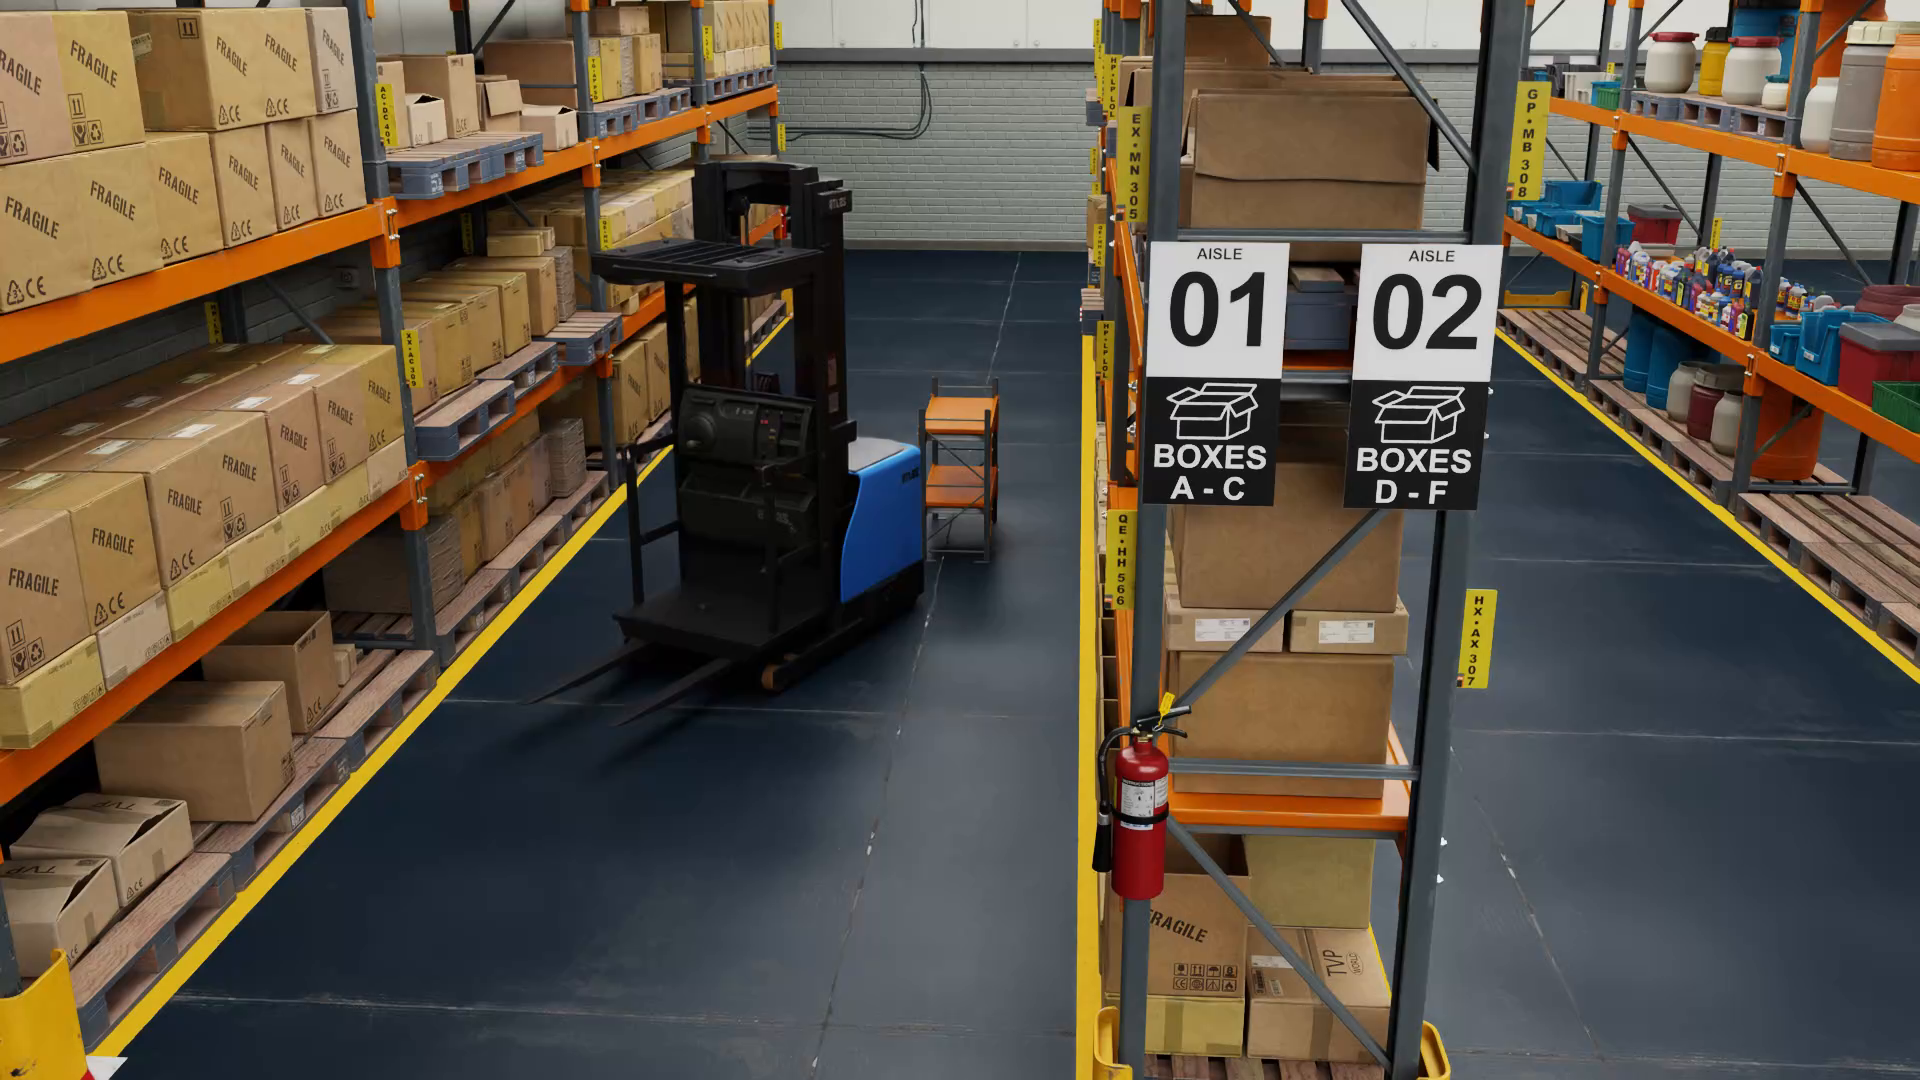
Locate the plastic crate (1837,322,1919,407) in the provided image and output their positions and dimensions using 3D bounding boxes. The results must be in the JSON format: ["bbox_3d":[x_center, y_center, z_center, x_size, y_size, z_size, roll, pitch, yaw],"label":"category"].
[{"bbox_3d":[6.137,-1.166,11.062,0.402,0.464,0.583,1,18,4],"label":"plastic crate"}]

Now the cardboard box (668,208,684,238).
[{"bbox_3d":[-2.890,-2.829,15.570,0.500,0.500,0.500,1,18,4],"label":"cardboard box"}]

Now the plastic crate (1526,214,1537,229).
[{"bbox_3d":[6.631,-3.641,19.044,0.250,0.136,0.298,1,18,4],"label":"plastic crate"}]

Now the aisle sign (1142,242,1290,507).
[{"bbox_3d":[0.746,-0.479,4.894,0.394,0.787,0.004,1,18,4],"label":"aisle sign"}]

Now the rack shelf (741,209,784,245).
[{"bbox_3d":[-2.893,-3.374,19.057,1.077,0.370,4.000,1,18,4],"label":"rack shelf"}]

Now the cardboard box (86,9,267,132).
[{"bbox_3d":[-3.432,-2.073,7.316,0.500,0.500,0.500,1,18,2],"label":"cardboard box"}]

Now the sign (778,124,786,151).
[{"bbox_3d":[-2.210,-4.983,20.573,0.100,0.325,0.005,1,18,4],"label":"sign"}]

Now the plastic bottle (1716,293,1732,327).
[{"bbox_3d":[6.218,-1.872,13.527,0.097,0.271,0.097,0,18,0],"label":"plastic bottle"}]

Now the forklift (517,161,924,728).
[{"bbox_3d":[-1.387,-0.663,9.740,1.130,2.935,3.031,10,20,27],"label":"forklift"}]

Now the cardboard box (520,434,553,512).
[{"bbox_3d":[-3.476,-0.491,12.412,0.700,0.500,0.500,1,18,4],"label":"cardboard box"}]

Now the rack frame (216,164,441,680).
[{"bbox_3d":[-3.610,-0.610,9.466,1.000,3.000,0.127,1,18,4],"label":"rack frame"}]

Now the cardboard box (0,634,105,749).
[{"bbox_3d":[-3.545,0.550,6.136,0.500,0.250,0.500,1,18,2],"label":"cardboard box"}]

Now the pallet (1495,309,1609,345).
[{"bbox_3d":[7.034,-2.535,19.821,1.003,0.211,1.213,1,18,4],"label":"pallet"}]

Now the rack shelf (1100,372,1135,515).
[{"bbox_3d":[1.474,-0.780,11.140,1.077,0.370,4.000,1,18,4],"label":"rack shelf"}]

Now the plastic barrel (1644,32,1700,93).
[{"bbox_3d":[6.557,-4.405,15.339,0.433,0.535,0.433,0,18,0],"label":"plastic barrel"}]

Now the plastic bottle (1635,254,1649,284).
[{"bbox_3d":[6.370,-2.528,15.527,0.097,0.271,0.097,0,18,0],"label":"plastic bottle"}]

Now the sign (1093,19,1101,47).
[{"bbox_3d":[1.650,-6.080,19.940,0.100,0.325,0.005,1,18,4],"label":"sign"}]

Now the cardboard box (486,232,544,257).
[{"bbox_3d":[-3.327,-2.209,12.438,0.380,0.149,0.250,-2,18,-5],"label":"cardboard box"}]

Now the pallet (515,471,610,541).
[{"bbox_3d":[-3.381,-0.284,12.951,1.003,0.211,1.213,1,18,4],"label":"pallet"}]

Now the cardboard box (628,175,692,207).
[{"bbox_3d":[-2.861,-3.340,15.923,0.500,0.250,0.500,2,18,5],"label":"cardboard box"}]

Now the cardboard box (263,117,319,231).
[{"bbox_3d":[-3.449,-1.773,8.007,0.500,0.500,0.500,0,18,-1],"label":"cardboard box"}]

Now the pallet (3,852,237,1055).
[{"bbox_3d":[-3.798,1.683,6.949,1.003,0.211,1.213,1,18,4],"label":"pallet"}]

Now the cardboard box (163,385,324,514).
[{"bbox_3d":[-3.413,-0.439,7.951,0.500,0.500,0.500,1,18,2],"label":"cardboard box"}]

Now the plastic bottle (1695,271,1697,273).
[{"bbox_3d":[6.443,-2.218,14.582,0.097,0.271,0.097,0,18,0],"label":"plastic bottle"}]

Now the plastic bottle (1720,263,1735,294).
[{"bbox_3d":[6.941,-2.368,15.038,0.097,0.271,0.097,0,18,0],"label":"plastic bottle"}]

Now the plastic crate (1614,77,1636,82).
[{"bbox_3d":[7.346,-5.128,18.777,0.450,0.188,0.336,1,18,4],"label":"plastic crate"}]

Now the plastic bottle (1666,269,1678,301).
[{"bbox_3d":[6.306,-2.252,14.684,0.097,0.271,0.097,0,18,0],"label":"plastic bottle"}]

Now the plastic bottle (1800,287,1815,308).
[{"bbox_3d":[7.016,-1.959,13.770,0.061,0.283,0.133,1,18,4],"label":"plastic bottle"}]

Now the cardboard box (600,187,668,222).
[{"bbox_3d":[-2.934,-3.023,14.957,0.500,0.250,0.500,1,18,3],"label":"cardboard box"}]

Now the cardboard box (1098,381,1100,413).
[{"bbox_3d":[1.519,-1.383,15.135,0.500,0.500,0.500,1,18,2],"label":"cardboard box"}]

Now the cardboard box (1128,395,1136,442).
[{"bbox_3d":[1.211,-0.714,9.999,0.396,0.266,0.258,1,18,3],"label":"cardboard box"}]

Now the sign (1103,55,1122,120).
[{"bbox_3d":[0.789,-2.330,8.564,0.100,0.325,0.005,1,18,4],"label":"sign"}]

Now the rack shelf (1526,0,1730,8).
[{"bbox_3d":[6.988,-5.813,17.510,1.077,0.370,4.000,1,18,4],"label":"rack shelf"}]

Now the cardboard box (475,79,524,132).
[{"bbox_3d":[-3.509,-2.935,11.549,0.797,0.503,0.637,4,19,12],"label":"cardboard box"}]

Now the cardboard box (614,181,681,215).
[{"bbox_3d":[-2.898,-3.181,15.440,0.500,0.250,0.500,2,18,5],"label":"cardboard box"}]

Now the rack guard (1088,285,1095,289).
[{"bbox_3d":[2.186,-3.016,20.824,1.175,0.500,0.348,1,18,4],"label":"rack guard"}]

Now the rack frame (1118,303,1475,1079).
[{"bbox_3d":[1.044,0.742,5.341,1.000,3.000,0.127,1,18,4],"label":"rack frame"}]

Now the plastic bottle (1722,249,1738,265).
[{"bbox_3d":[7.092,-2.500,15.313,0.144,0.351,0.185,1,18,4],"label":"plastic bottle"}]

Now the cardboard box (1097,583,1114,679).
[{"bbox_3d":[0.957,0.543,8.486,0.500,0.500,0.500,1,18,4],"label":"cardboard box"}]

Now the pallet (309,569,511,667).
[{"bbox_3d":[-3.556,0.474,10.639,1.003,0.211,1.213,1,18,4],"label":"pallet"}]

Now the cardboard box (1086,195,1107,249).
[{"bbox_3d":[1.647,-3.090,16.201,0.700,0.500,0.500,-5,19,-15],"label":"cardboard box"}]

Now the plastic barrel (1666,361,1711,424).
[{"bbox_3d":[6.608,-1.329,14.981,0.421,0.512,0.421,0,18,0],"label":"plastic barrel"}]

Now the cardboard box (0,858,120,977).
[{"bbox_3d":[-3.758,1.488,6.675,0.500,0.311,0.500,-1,18,-2],"label":"cardboard box"}]

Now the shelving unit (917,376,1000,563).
[{"bbox_3d":[0.000,-0.537,12.254,0.538,1.125,1.048,1,18,4],"label":"shelving unit"}]

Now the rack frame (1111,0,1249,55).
[{"bbox_3d":[1.618,-4.593,11.990,1.000,3.000,0.127,1,18,4],"label":"rack frame"}]

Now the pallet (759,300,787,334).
[{"bbox_3d":[-2.729,-2.761,20.512,1.003,0.211,1.213,1,18,4],"label":"pallet"}]

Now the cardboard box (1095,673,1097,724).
[{"bbox_3d":[0.954,0.899,8.603,0.500,0.250,0.500,1,18,4],"label":"cardboard box"}]

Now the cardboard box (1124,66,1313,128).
[{"bbox_3d":[1.087,-1.732,7.010,0.797,0.503,0.637,3,18,10],"label":"cardboard box"}]

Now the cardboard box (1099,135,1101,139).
[{"bbox_3d":[1.866,-4.455,19.437,0.500,0.500,0.500,1,18,4],"label":"cardboard box"}]

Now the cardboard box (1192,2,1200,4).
[{"bbox_3d":[2.078,-5.237,17.005,0.700,0.500,0.500,1,18,4],"label":"cardboard box"}]
